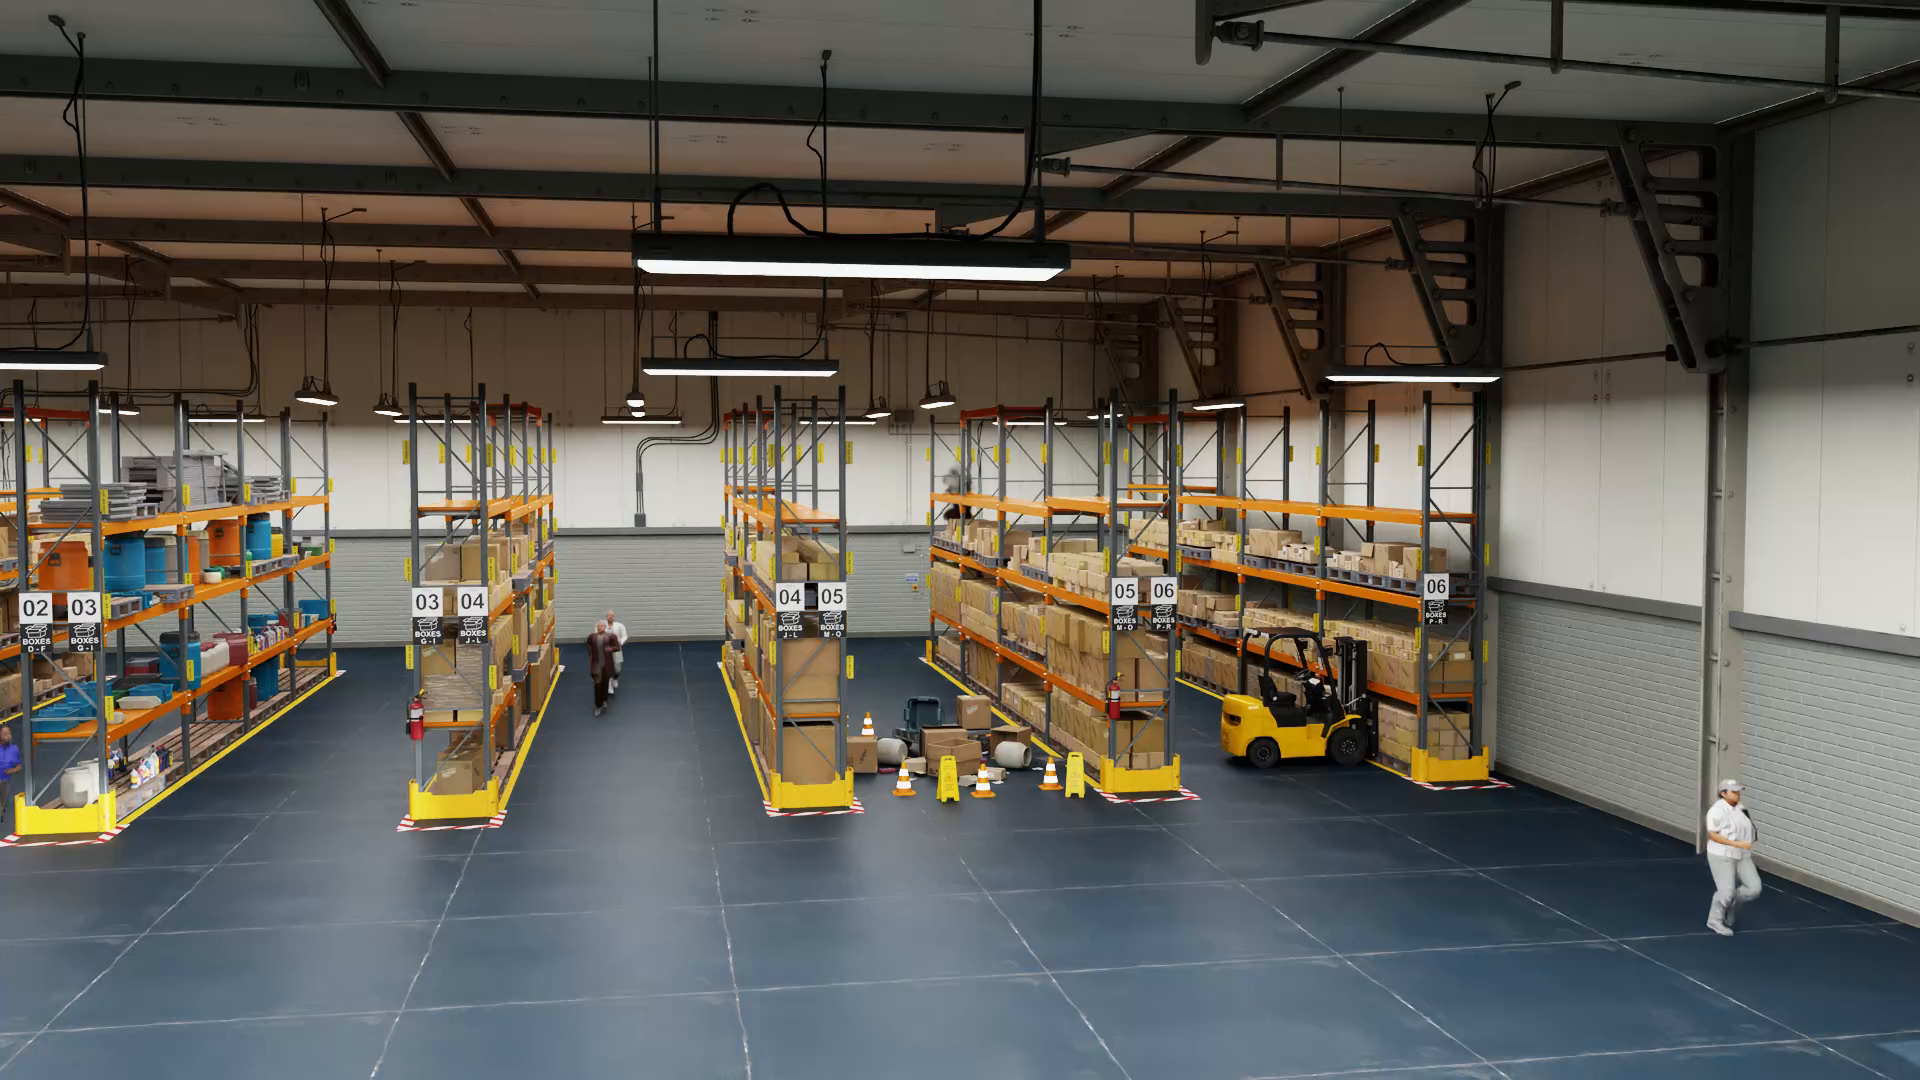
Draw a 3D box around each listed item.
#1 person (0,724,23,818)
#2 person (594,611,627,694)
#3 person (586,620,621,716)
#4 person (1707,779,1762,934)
[{"bbox_3d":[-12.081,3.156,20.786,0.666,1.707,0.594,1,3,24],"label":"person"},{"bbox_3d":[-7.373,2.358,35.052,0.715,1.733,0.812,-1,3,-15],"label":"person"},{"bbox_3d":[-6.954,2.482,32.442,0.668,1.854,0.864,0,3,-10],"label":"person"},{"bbox_3d":[8.075,3.307,17.339,0.595,1.628,0.557,-1,3,-23],"label":"person"}]
